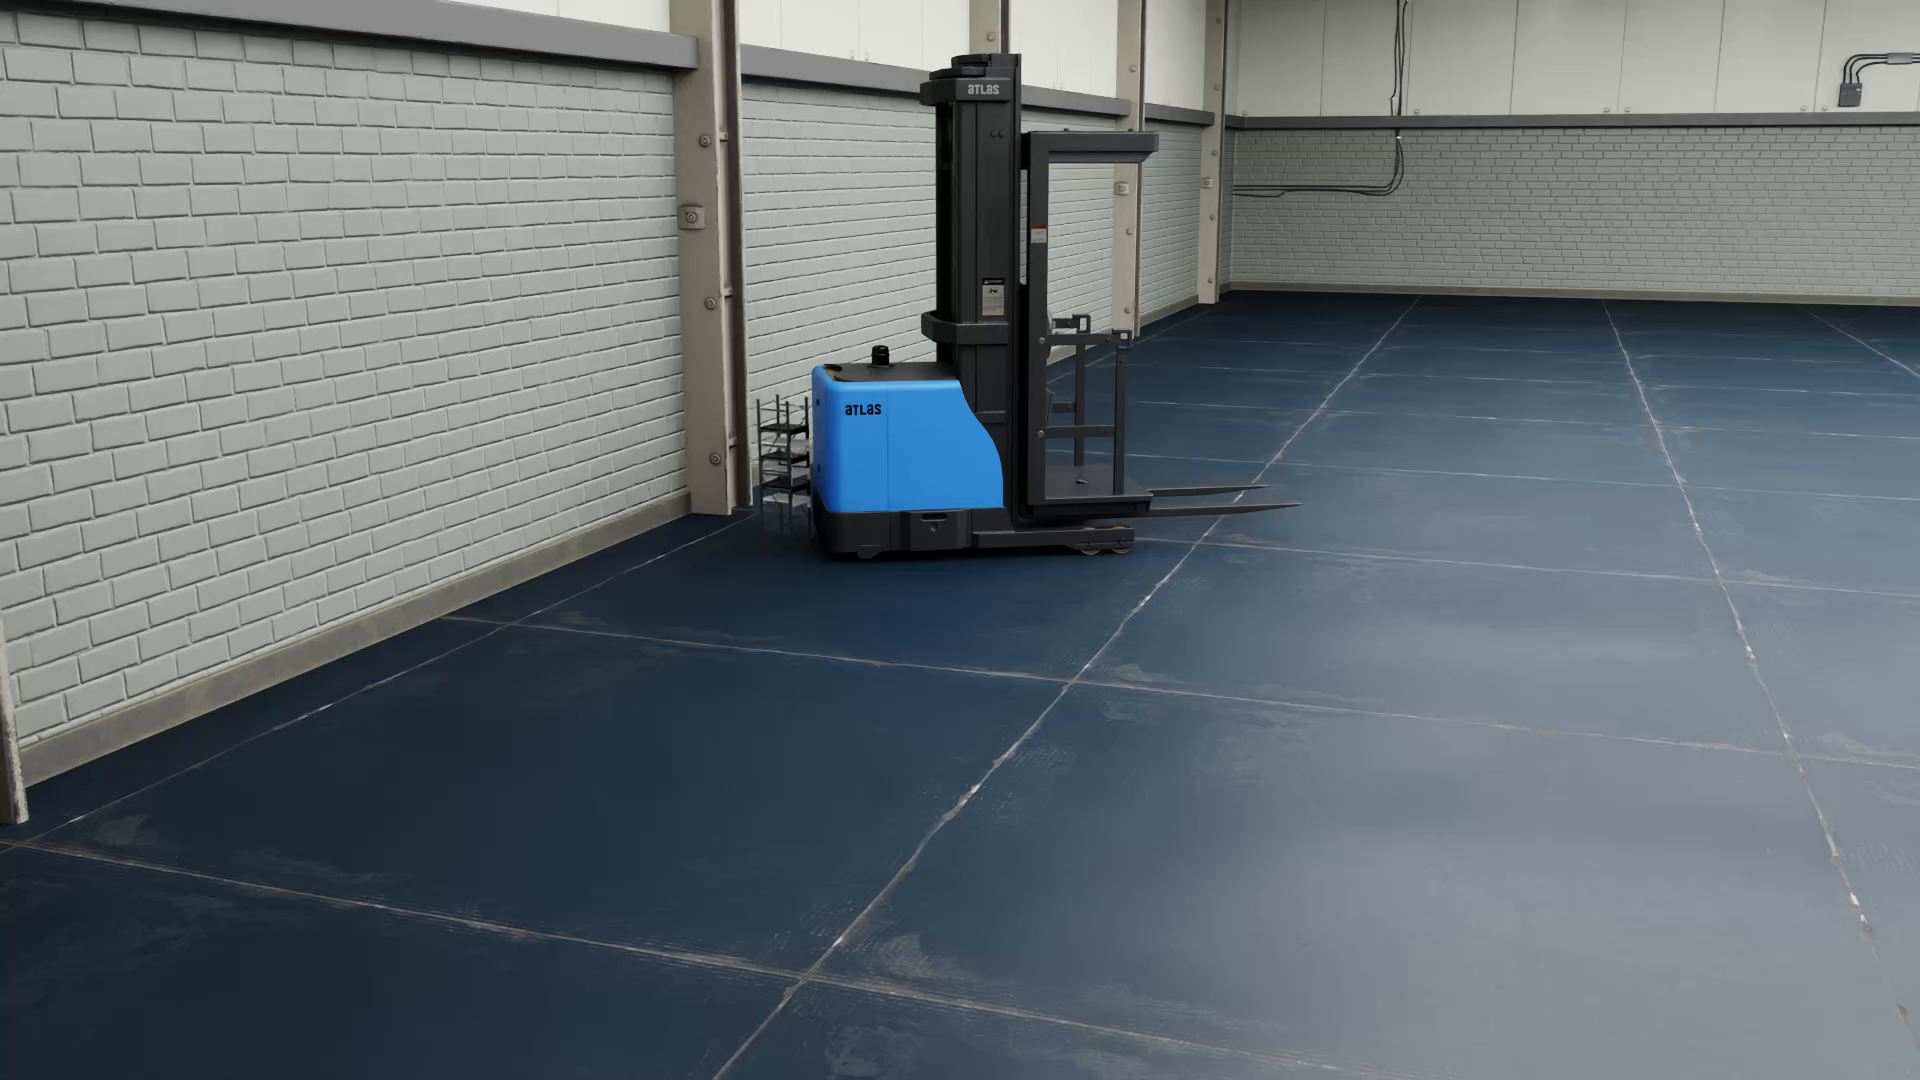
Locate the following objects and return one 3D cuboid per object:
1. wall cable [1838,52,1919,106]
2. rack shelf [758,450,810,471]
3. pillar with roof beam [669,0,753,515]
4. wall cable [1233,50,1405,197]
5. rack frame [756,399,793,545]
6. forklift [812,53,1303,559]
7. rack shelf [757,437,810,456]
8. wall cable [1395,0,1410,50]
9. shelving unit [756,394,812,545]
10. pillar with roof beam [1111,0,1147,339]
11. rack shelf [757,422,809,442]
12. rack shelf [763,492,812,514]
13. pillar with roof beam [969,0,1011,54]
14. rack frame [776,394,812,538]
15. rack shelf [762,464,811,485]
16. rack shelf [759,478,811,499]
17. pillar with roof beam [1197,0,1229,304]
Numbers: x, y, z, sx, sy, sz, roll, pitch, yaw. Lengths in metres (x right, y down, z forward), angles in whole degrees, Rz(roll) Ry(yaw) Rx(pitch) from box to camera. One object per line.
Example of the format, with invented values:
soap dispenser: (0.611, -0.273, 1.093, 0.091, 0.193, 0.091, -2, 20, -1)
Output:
wall cable: (15.358, -9.892, 25.963, 2.305, 6.003, 0.169, 4, 14, 18)
rack shelf: (-1.097, -0.497, 10.383, 0.258, 0.077, 0.200, 7, 15, 29)
pillar with roof beam: (2.425, -4.296, 9.088, 9.100, 9.000, 0.400, 4, 14, 18)
wall cable: (6.380, -7.407, 29.697, 3.097, 2.526, 0.112, 4, 14, 18)
rack frame: (-1.147, -0.421, 10.311, 0.240, 0.900, 0.006, 7, 15, 29)
forklift: (0.614, -1.453, 10.267, 3.031, 2.935, 1.130, -2, 13, -10)
rack shelf: (-1.098, -0.585, 10.362, 0.258, 0.077, 0.200, 7, 15, 29)
wall cable: (8.940, -9.675, 28.281, 3.097, 2.526, 0.112, 4, 14, 18)
shelving unit: (-1.097, -0.442, 10.397, 0.258, 0.900, 0.210, 7, 15, 29)
pillar with roof beam: (6.308, -6.823, 20.158, 9.100, 9.000, 0.400, 4, 14, 18)
rack shelf: (-1.099, -0.672, 10.341, 0.258, 0.077, 0.200, 7, 15, 29)
rack shelf: (-1.095, -0.235, 10.446, 0.258, 0.077, 0.200, 7, 15, 29)
pillar with roof beam: (4.366, -5.559, 14.623, 9.100, 9.000, 0.400, 4, 14, 18)
rack frame: (-1.047, -0.463, 10.482, 0.240, 0.900, 0.006, 7, 15, 29)
rack shelf: (-1.097, -0.410, 10.404, 0.258, 0.077, 0.200, 7, 15, 29)
rack shelf: (-1.096, -0.322, 10.425, 0.258, 0.077, 0.200, 7, 15, 29)
pillar with roof beam: (8.249, -8.086, 25.693, 9.100, 9.000, 0.400, 4, 14, 18)
